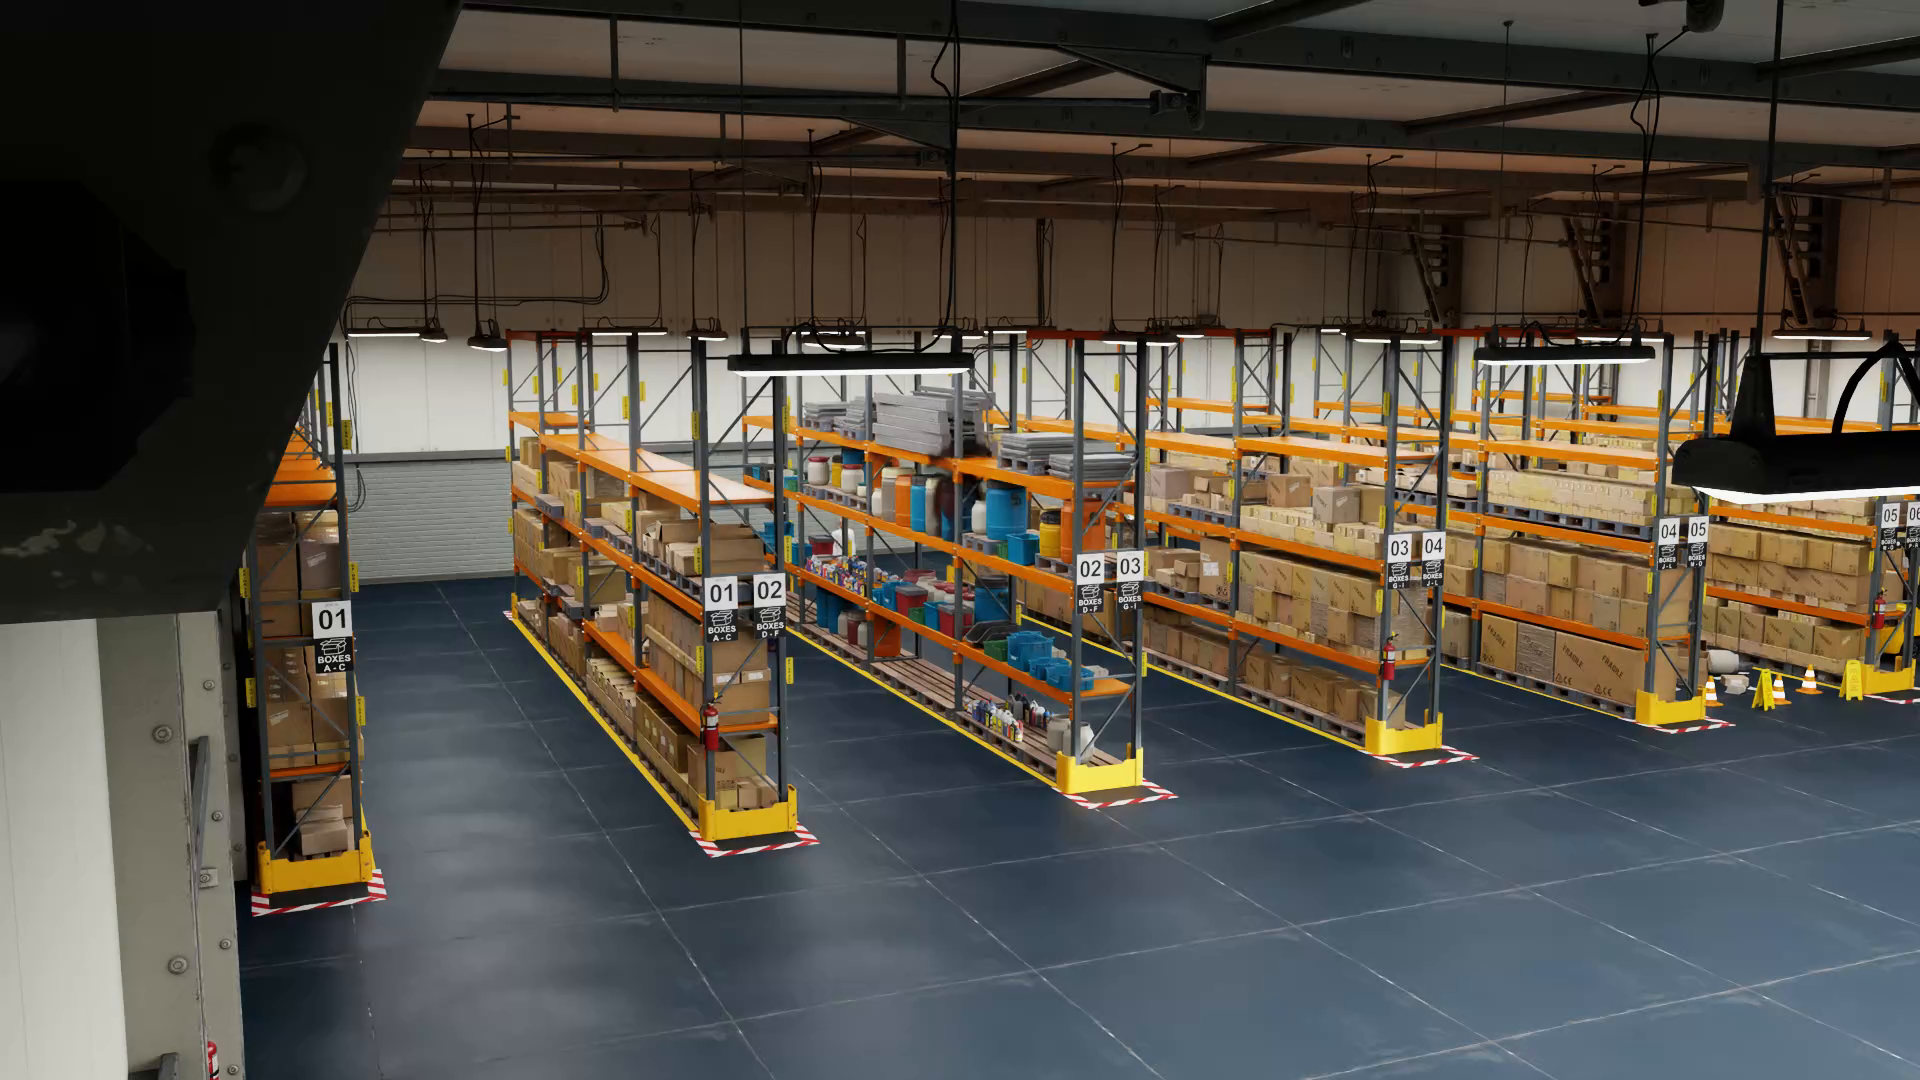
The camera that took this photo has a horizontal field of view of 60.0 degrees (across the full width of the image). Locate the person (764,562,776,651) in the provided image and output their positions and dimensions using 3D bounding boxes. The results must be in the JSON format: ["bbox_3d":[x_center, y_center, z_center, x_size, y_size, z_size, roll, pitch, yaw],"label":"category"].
[{"bbox_3d":[-3.618,1.243,31.453,0.547,1.656,0.372,6,10,38],"label":"person"}]

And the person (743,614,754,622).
[{"bbox_3d":[-4.145,1.087,32.234,0.704,1.729,1.107,0,8,0],"label":"person"}]

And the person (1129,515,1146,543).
[{"bbox_3d":[3.971,0.302,38.269,0.578,1.807,0.878,-3,8,-22],"label":"person"}]

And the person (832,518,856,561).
[{"bbox_3d":[-2.554,0.395,37.106,0.647,1.776,0.486,-6,10,-39],"label":"person"}]
